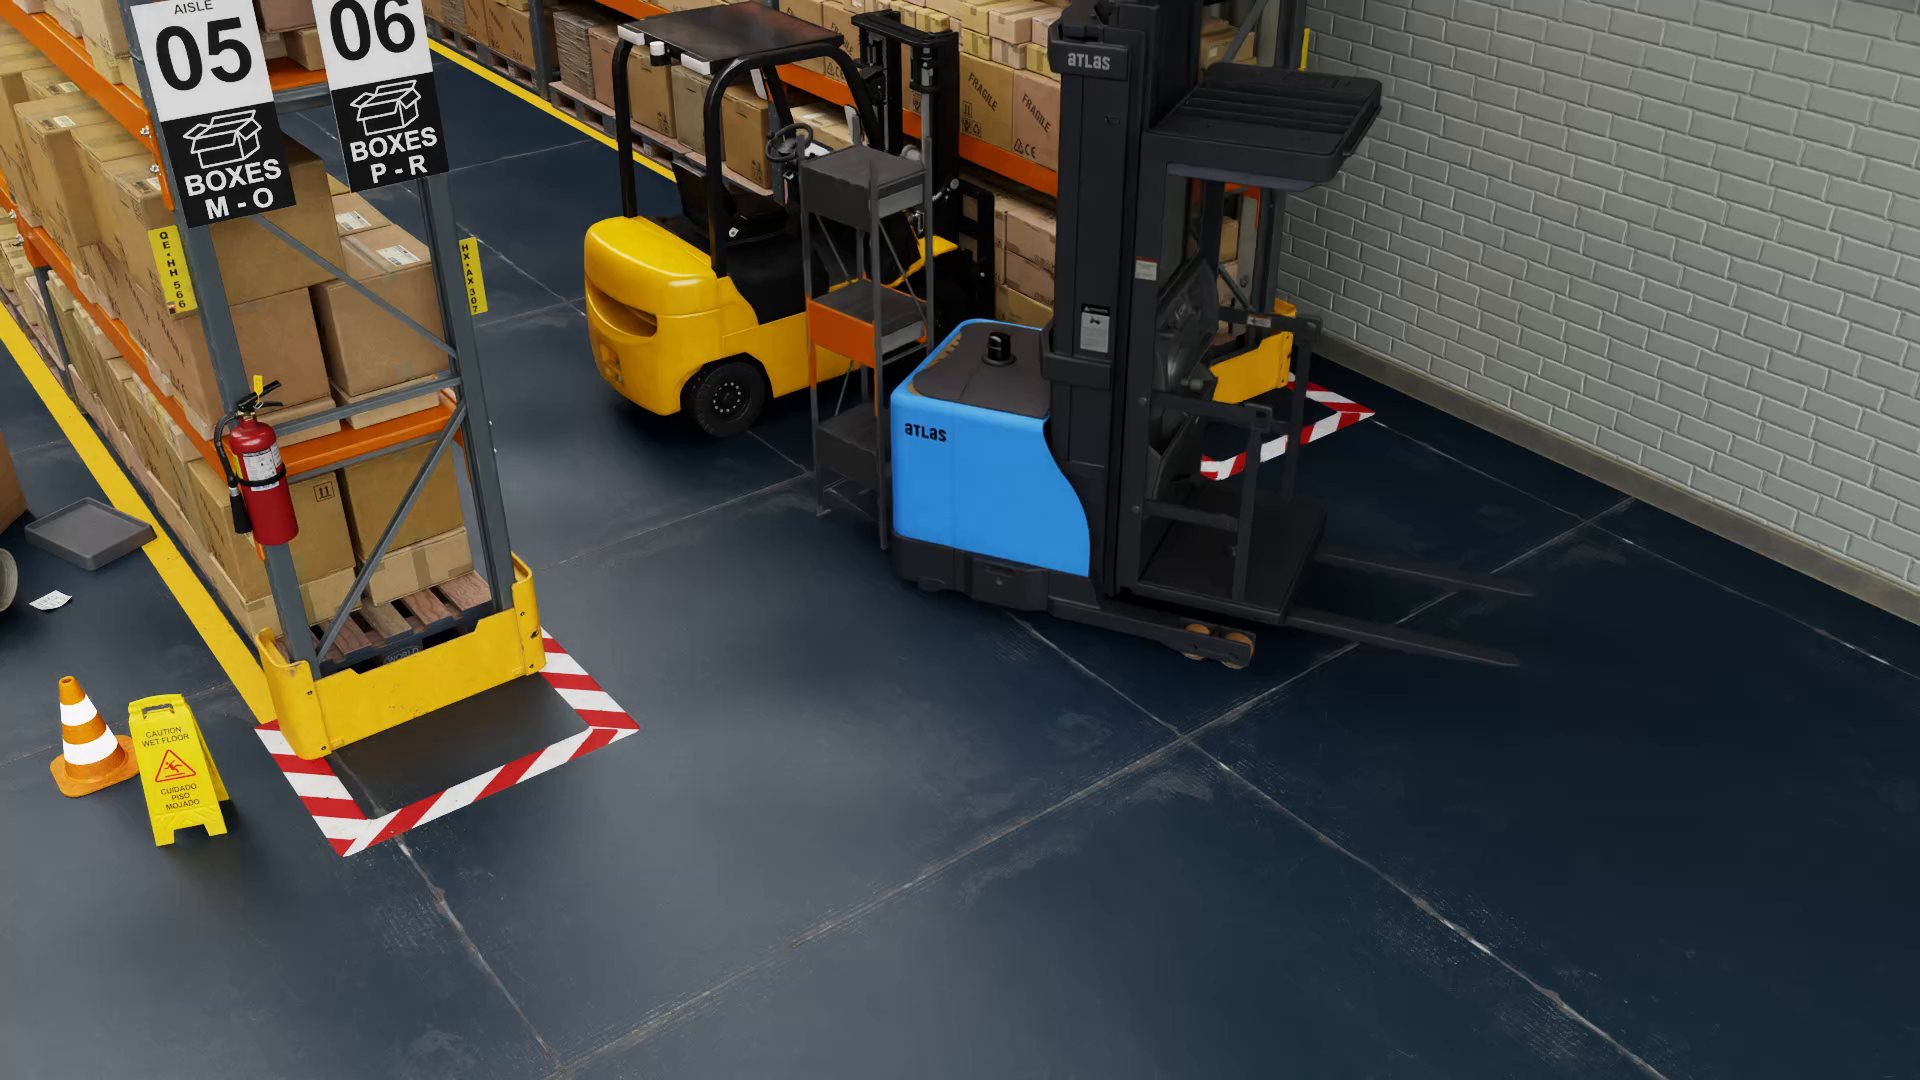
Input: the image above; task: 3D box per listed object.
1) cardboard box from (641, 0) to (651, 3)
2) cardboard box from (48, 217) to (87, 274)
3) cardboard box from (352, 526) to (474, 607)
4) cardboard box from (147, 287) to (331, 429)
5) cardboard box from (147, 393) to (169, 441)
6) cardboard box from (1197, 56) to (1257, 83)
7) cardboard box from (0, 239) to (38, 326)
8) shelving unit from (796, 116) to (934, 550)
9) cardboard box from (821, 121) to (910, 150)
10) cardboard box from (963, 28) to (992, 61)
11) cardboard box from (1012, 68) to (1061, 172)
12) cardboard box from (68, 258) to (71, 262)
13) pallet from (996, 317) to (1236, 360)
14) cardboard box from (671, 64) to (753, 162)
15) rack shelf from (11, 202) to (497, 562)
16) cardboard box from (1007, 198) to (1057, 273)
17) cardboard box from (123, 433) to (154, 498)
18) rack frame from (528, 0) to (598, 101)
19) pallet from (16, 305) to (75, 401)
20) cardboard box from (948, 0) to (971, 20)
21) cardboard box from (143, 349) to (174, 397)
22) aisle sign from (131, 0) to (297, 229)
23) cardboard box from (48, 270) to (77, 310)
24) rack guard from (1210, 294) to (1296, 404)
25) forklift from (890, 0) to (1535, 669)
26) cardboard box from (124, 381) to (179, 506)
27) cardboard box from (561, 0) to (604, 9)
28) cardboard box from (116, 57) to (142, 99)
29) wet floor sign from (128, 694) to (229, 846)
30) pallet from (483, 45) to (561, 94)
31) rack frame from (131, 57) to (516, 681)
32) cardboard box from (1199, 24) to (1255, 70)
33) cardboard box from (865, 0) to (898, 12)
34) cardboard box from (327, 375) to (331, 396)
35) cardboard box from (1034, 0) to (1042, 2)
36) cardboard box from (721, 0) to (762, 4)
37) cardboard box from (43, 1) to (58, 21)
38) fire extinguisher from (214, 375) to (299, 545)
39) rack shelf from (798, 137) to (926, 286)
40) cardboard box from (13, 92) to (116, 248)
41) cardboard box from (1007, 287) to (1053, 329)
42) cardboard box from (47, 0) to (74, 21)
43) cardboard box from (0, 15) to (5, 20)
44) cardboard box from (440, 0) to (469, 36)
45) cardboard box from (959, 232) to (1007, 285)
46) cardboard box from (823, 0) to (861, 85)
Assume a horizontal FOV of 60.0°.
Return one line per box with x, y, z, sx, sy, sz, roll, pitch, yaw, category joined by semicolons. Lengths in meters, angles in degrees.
-2.403;-4.508;13.308;0.500;0.250;0.500;-21;37;-30;cardboard box
-4.217;-1.682;8.239;0.500;0.500;0.500;-23;38;-32;cardboard box
-2.714;0.029;8.068;0.500;0.250;0.500;-23;38;-32;cardboard box
-2.988;-0.841;6.884;0.500;0.500;0.500;-23;39;-32;cardboard box
-3.565;-0.626;7.797;0.380;0.149;0.250;-22;38;-31;cardboard box
1.478;-2.686;9.522;0.380;0.149;0.250;-23;39;-33;cardboard box
-5.658;-1.780;10.866;0.950;0.372;0.625;-20;37;-29;cardboard box
-0.452;-1.007;8.381;0.503;2.100;0.431;26;40;35;shelving unit
-0.618;-2.725;11.555;0.500;0.250;0.500;-22;38;-31;cardboard box
0.241;-3.041;10.094;0.380;0.149;0.250;-22;38;-31;cardboard box
0.661;-2.524;9.876;0.500;0.500;0.500;-21;38;-30;cardboard box
-4.444;-1.556;8.651;0.380;0.149;0.250;-21;38;-30;cardboard box
0.979;-1.263;10.583;1.003;0.211;1.213;-22;38;-31;pallet
-1.771;-3.519;13.425;0.875;0.625;0.625;-23;38;-32;cardboard box
-3.664;-1.063;8.300;1.077;0.370;4.000;-22;38;-31;rack shelf
0.634;-1.879;10.193;0.500;0.250;0.500;-22;38;-31;cardboard box
-4.079;-0.440;8.823;0.500;0.250;0.500;-23;38;-32;cardboard box
-3.425;-5.476;14.725;1.000;3.000;0.127;-22;38;-31;rack frame
-5.369;-1.341;10.710;1.003;0.211;1.213;-22;38;-31;pallet
0.149;-3.305;10.237;0.380;0.149;0.250;-22;38;-31;cardboard box
-3.401;-0.796;7.426;0.380;0.149;0.250;-22;38;-31;cardboard box
-2.629;-1.520;5.890;0.394;0.787;0.004;-22;38;-31;aisle sign
-4.713;-1.402;9.046;0.380;0.149;0.250;-22;38;-31;cardboard box
1.495;-1.070;10.000;1.175;0.500;0.348;-22;38;-31;rack guard
1.220;-0.962;7.521;3.031;2.935;1.130;12;34;19;forklift
-3.762;-0.542;8.277;0.500;0.500;0.500;-23;39;-32;cardboard box
-3.462;-4.859;15.702;0.500;0.500;0.500;-21;37;-30;cardboard box
-2.878;-1.761;6.137;0.380;0.149;0.250;-22;38;-31;cardboard box
-3.167;0.891;6.704;0.267;0.644;0.232;-10;33;-15;wet floor sign
-3.853;-4.615;15.981;1.003;0.211;1.213;-22;38;-31;pallet
-2.438;-0.535;6.768;1.000;3.000;0.127;-22;38;-31;rack frame
1.443;-2.796;9.417;0.380;0.149;0.250;-23;39;-32;cardboard box
-0.390;-3.466;10.778;0.380;0.149;0.250;-23;38;-32;cardboard box
-2.649;-0.737;7.332;0.380;0.149;0.250;-22;38;-31;cardboard box
0.518;-3.450;10.470;0.380;0.149;0.250;-22;38;-31;cardboard box
-1.475;-4.080;12.144;0.500;0.250;0.500;-23;39;-32;cardboard box
-3.641;-2.303;7.011;0.380;0.149;0.250;-23;39;-33;cardboard box
-2.732;-0.305;6.472;0.296;0.674;0.183;-22;38;-31;fire extinguisher
-0.452;-1.590;8.019;0.480;0.518;0.431;26;40;35;rack shelf
-3.622;-1.663;7.261;0.700;0.500;0.500;-23;38;-32;cardboard box
0.646;-1.457;10.460;0.500;0.250;0.500;-22;38;-31;cardboard box
-3.262;-2.212;6.486;0.500;0.250;0.500;-23;38;-32;cardboard box
-4.792;-2.542;8.675;0.700;0.500;0.500;-23;38;-32;cardboard box
-4.809;-5.339;16.475;0.500;0.500;0.500;-24;39;-33;cardboard box
0.303;-1.888;10.680;0.500;0.250;0.500;-23;39;-32;cardboard box
-0.574;-3.371;11.239;0.500;0.500;0.500;-22;38;-31;cardboard box
